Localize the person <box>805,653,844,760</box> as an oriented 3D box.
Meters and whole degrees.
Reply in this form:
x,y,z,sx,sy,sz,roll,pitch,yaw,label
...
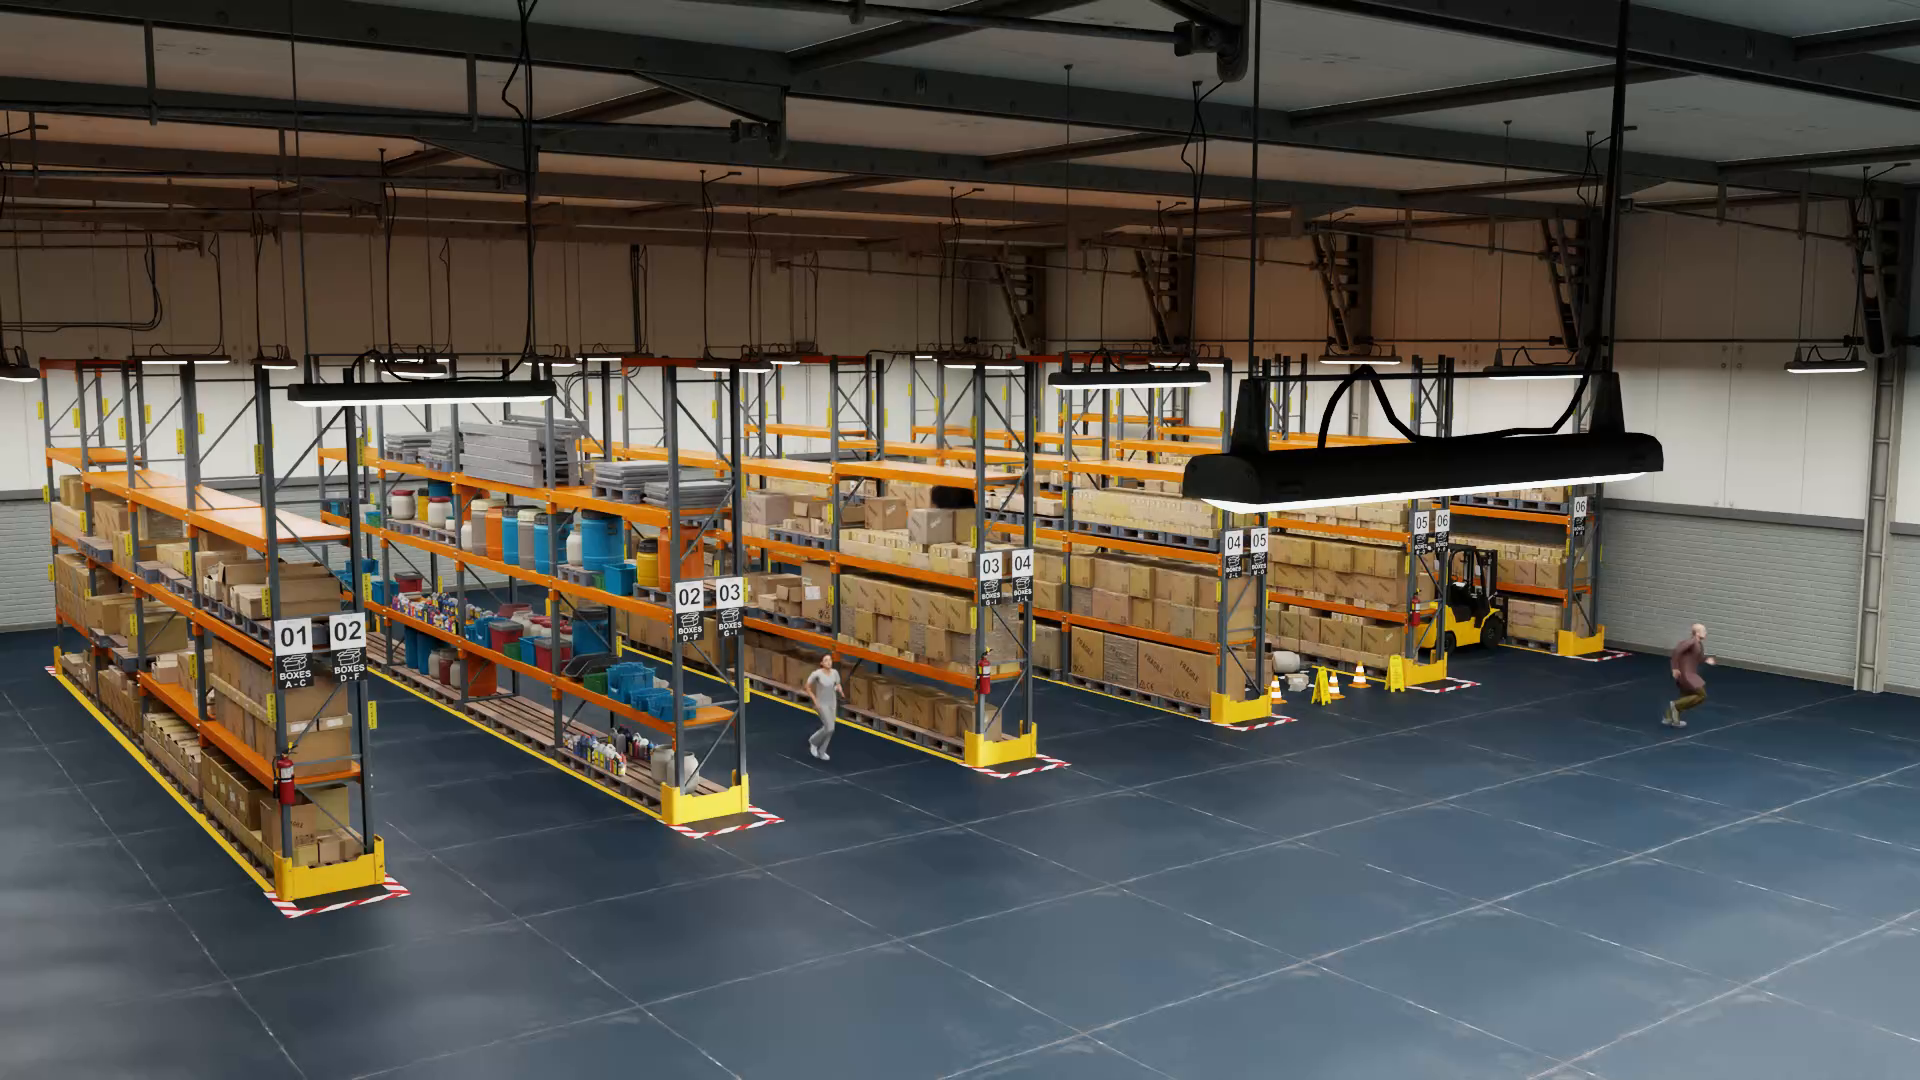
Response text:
x,y,z,sx,sy,sz,roll,pitch,yaw,label
-1.995,2.512,25.105,0.552,1.637,0.561,-6,9,-40,person

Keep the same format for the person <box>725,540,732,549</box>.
x,y,z,sx,sy,sz,roll,pitch,yaw,label
-5.801,0.643,40.925,0.602,1.556,0.837,4,8,32,person

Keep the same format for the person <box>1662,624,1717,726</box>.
x,y,z,sx,sy,sz,roll,pitch,yaw,label
11.918,2.211,27.141,0.781,1.700,0.652,3,8,25,person
